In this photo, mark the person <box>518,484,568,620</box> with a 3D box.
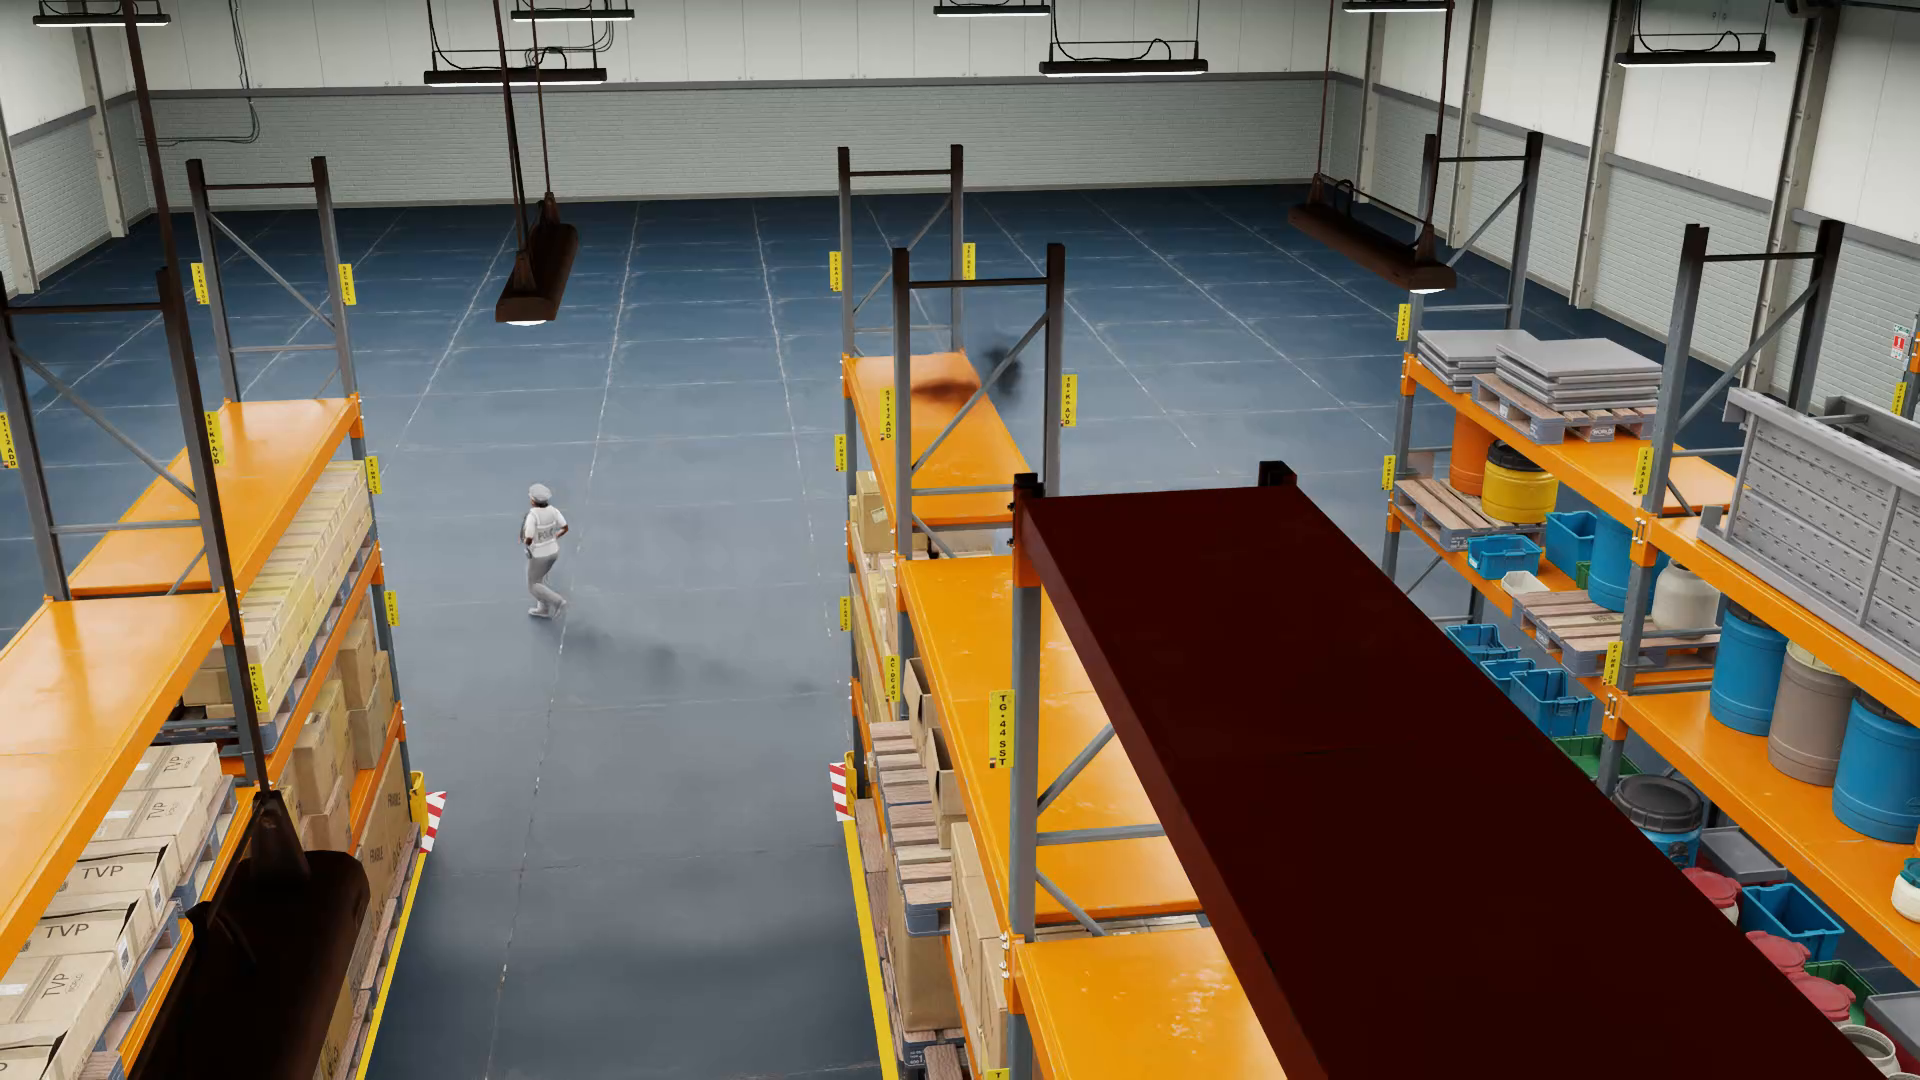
[{"bbox_3d":[-4.750,0.147,19.021,0.681,1.655,0.581,13,25,30],"label":"person"}]
